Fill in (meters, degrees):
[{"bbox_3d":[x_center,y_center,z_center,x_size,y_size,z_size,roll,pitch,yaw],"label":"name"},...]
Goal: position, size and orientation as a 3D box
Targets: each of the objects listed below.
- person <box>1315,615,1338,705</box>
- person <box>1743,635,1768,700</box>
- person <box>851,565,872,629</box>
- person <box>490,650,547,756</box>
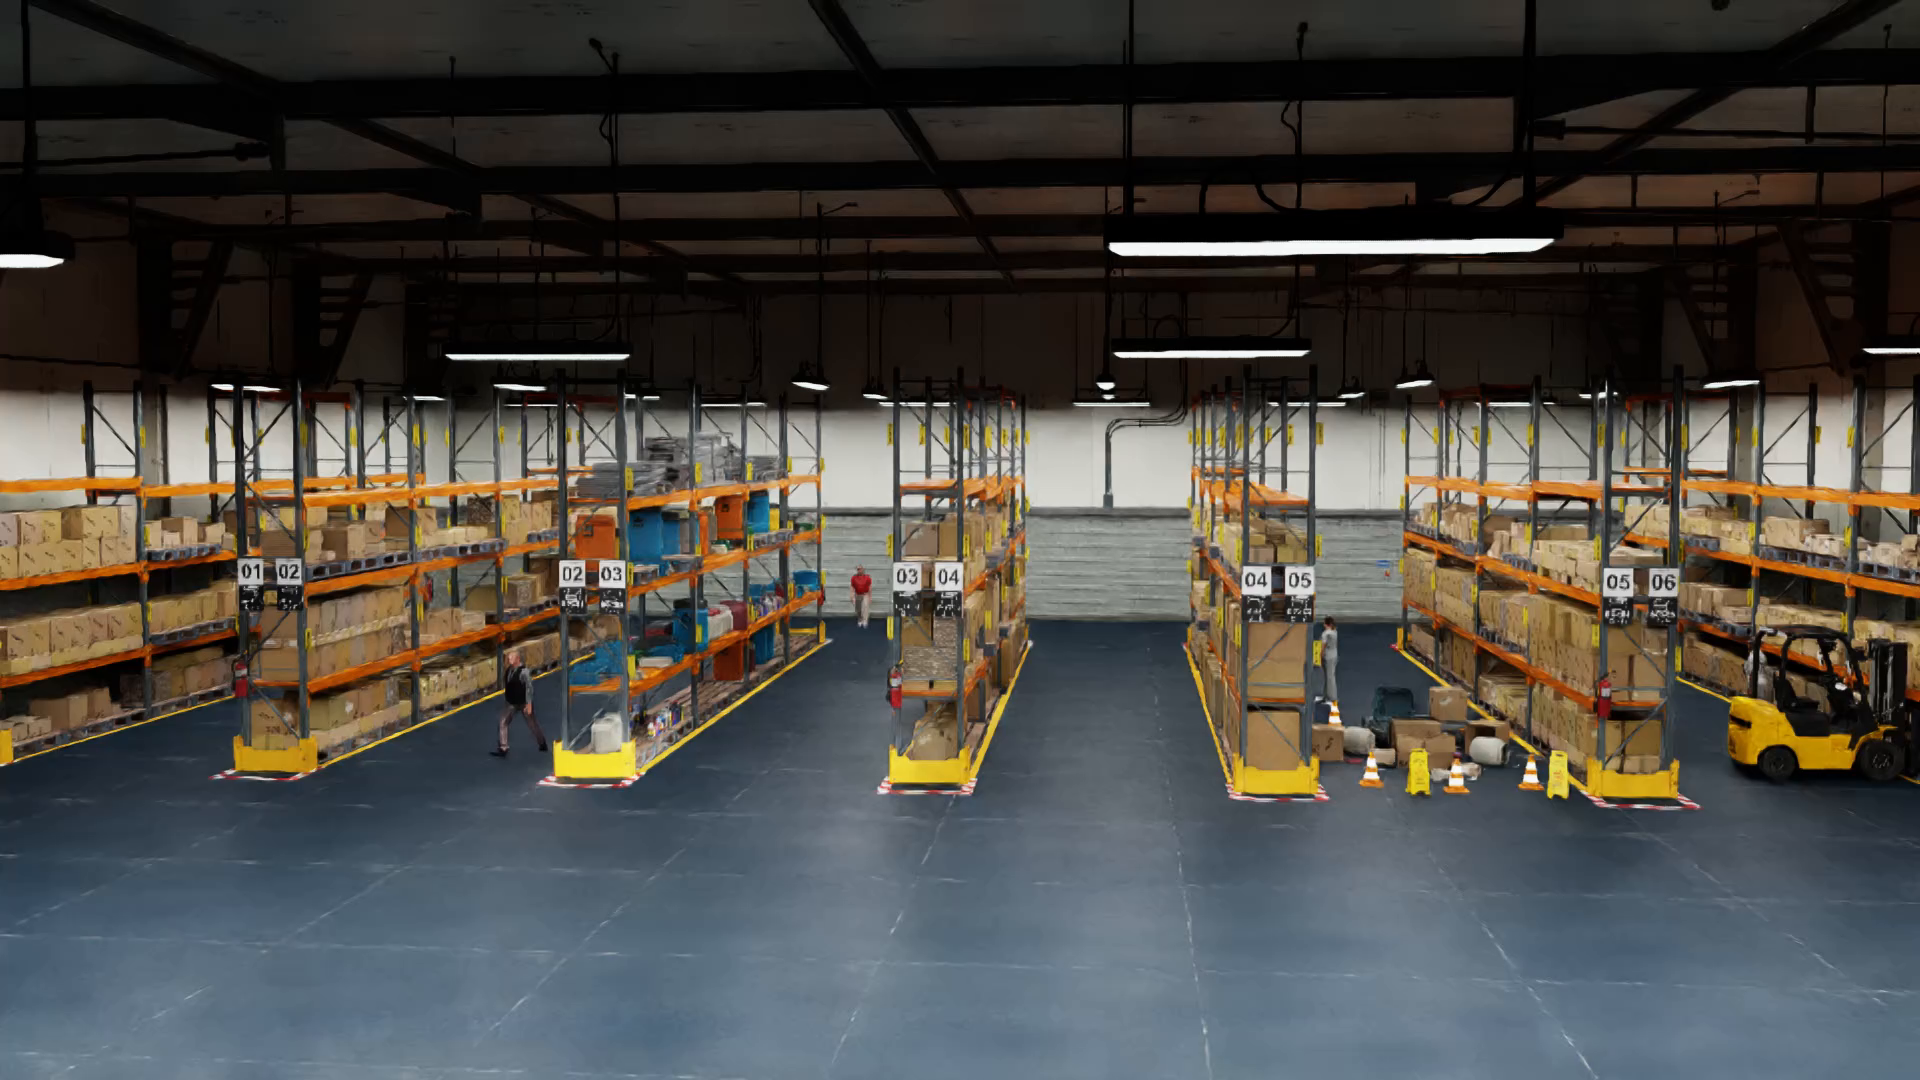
[{"bbox_3d":[6.855,2.222,31.057,0.569,1.668,0.563,3,4,38],"label":"person"},{"bbox_3d":[13.258,2.431,27.790,0.561,1.661,0.588,2,4,31],"label":"person"},{"bbox_3d":[-2.581,1.468,43.293,0.547,1.640,1.116,0,4,3],"label":"person"},{"bbox_3d":[-6.918,2.551,26.144,0.572,1.672,0.961,2,4,27],"label":"person"}]
